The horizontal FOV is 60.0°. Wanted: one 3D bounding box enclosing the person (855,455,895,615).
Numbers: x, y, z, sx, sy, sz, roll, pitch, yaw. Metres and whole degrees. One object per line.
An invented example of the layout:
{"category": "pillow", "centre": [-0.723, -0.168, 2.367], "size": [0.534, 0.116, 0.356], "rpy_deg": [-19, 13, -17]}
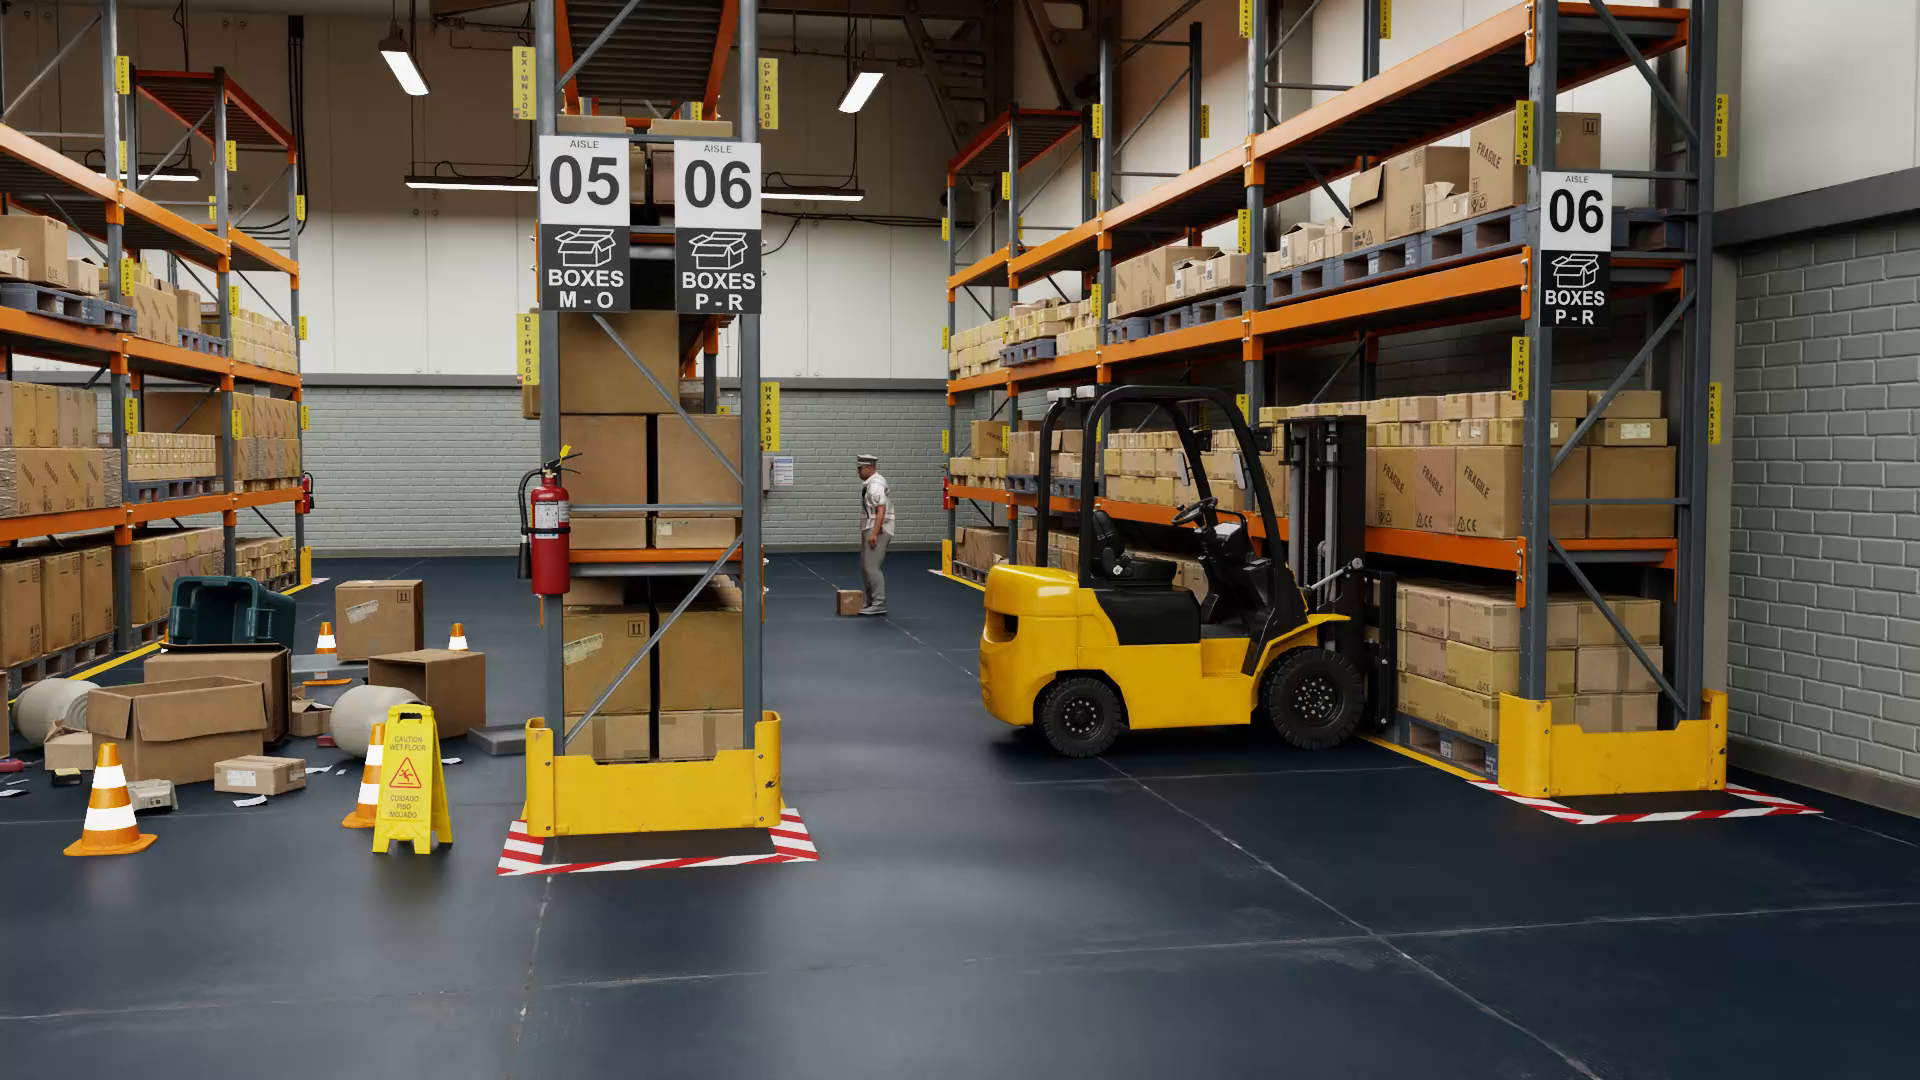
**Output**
{"category": "person", "centre": [-0.942, -0.066, 18.294], "size": [0.438, 1.747, 0.584], "rpy_deg": [-1, 3, -12]}
